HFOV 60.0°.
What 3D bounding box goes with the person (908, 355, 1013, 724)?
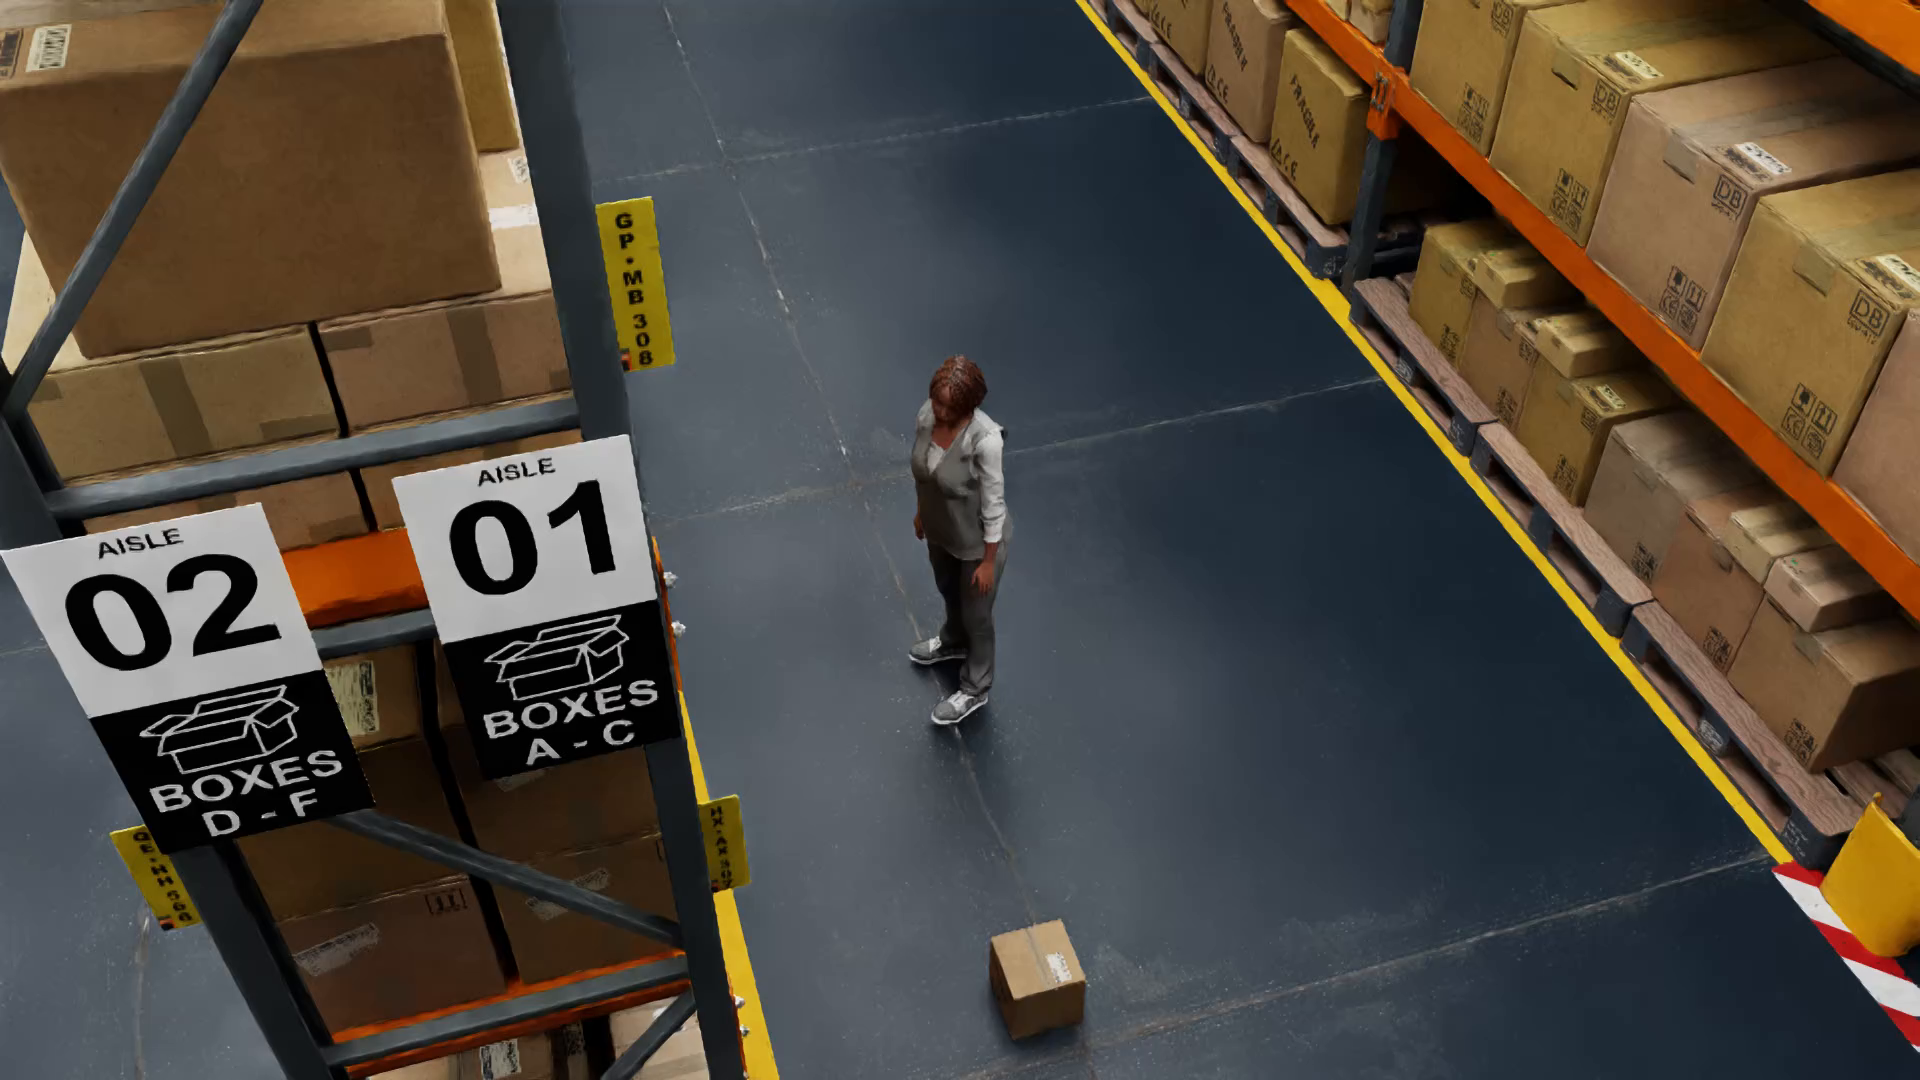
[{"bbox_3d":[-0.031,0.003,6.136,0.421,1.590,0.489,-32,52,-30],"label":"person"}]
